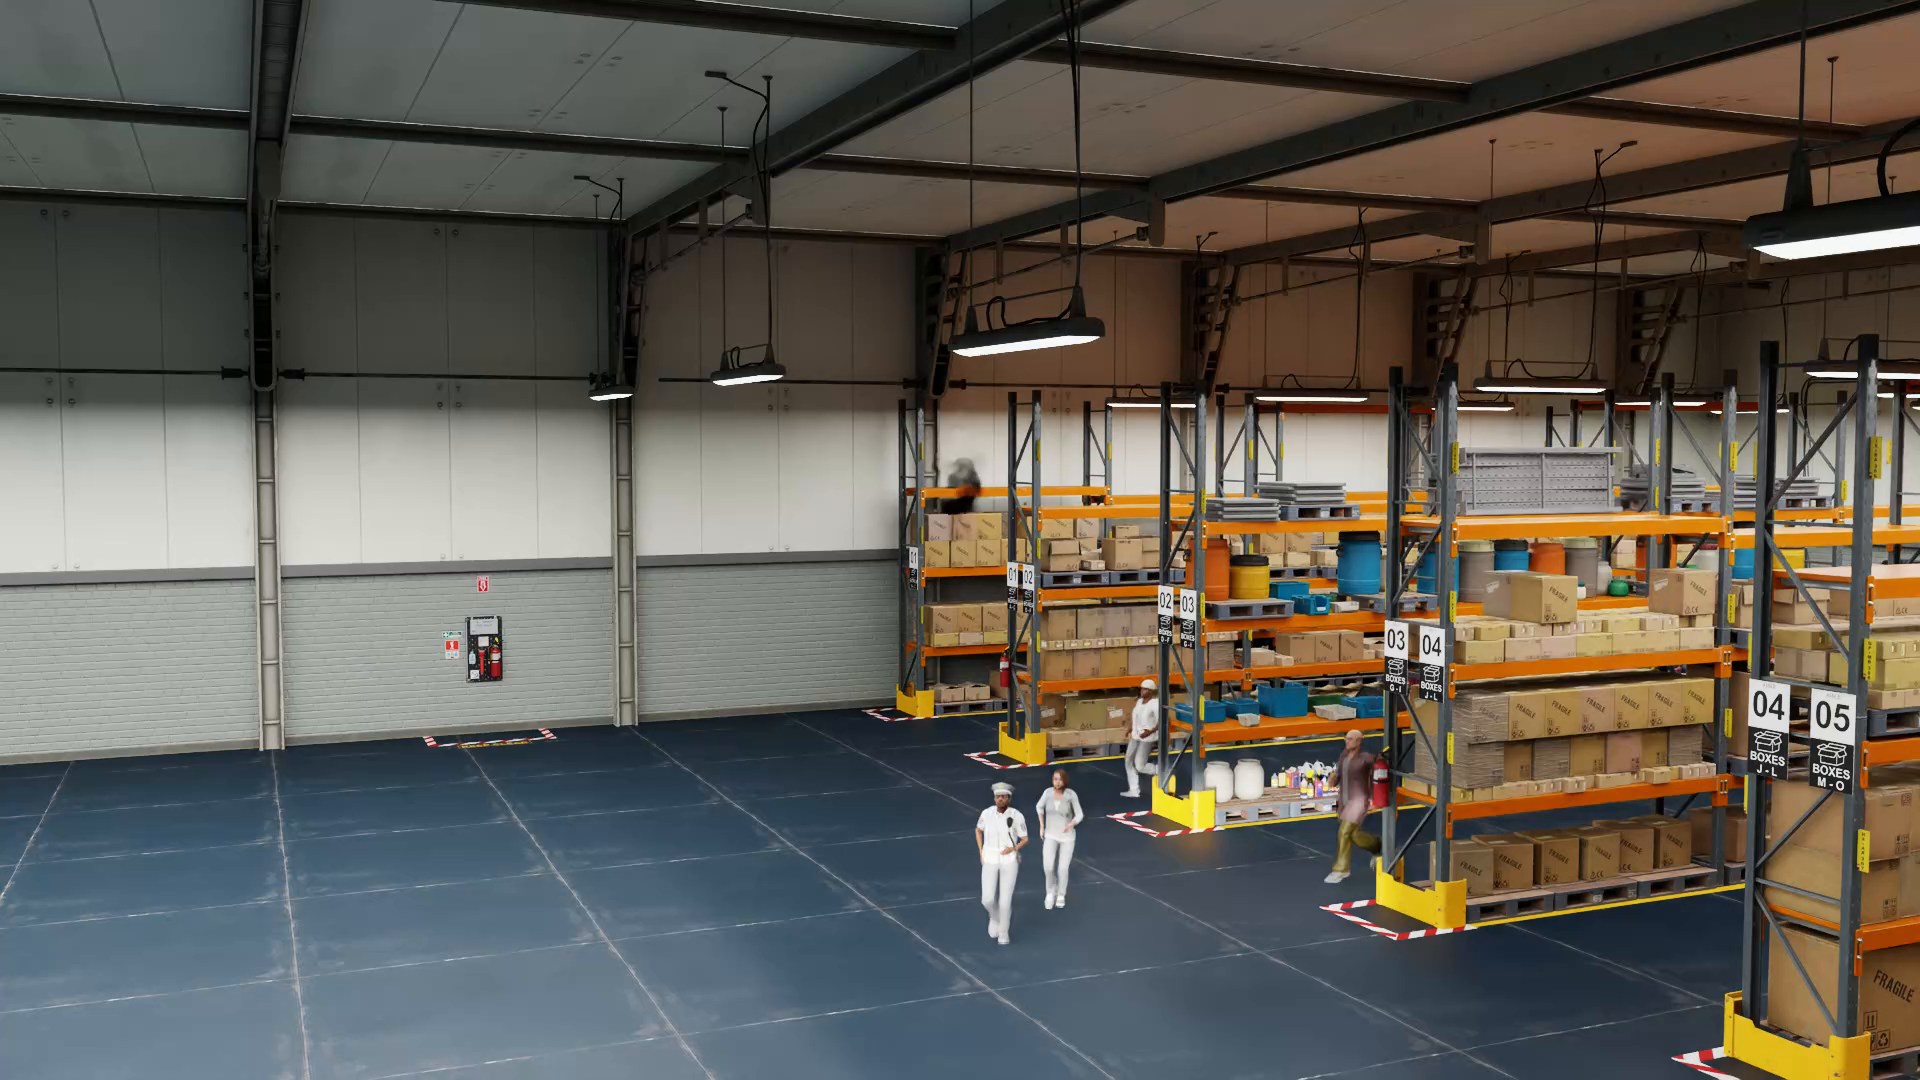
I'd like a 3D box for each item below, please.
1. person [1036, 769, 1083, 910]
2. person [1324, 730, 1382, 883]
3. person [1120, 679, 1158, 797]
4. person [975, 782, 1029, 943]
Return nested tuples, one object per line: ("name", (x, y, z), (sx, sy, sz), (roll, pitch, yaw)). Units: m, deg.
("person", (1.088, 3.297, 18.301), (0.536, 1.573, 0.629), (0, 3, 8))
("person", (4.709, 3.135, 19.740), (0.964, 1.787, 0.747), (-1, 4, -22))
("person", (2.682, 2.892, 24.225), (0.715, 1.735, 0.721), (-2, 4, -29))
("person", (0.411, 3.319, 17.107), (0.576, 1.671, 0.538), (1, 3, 11))
